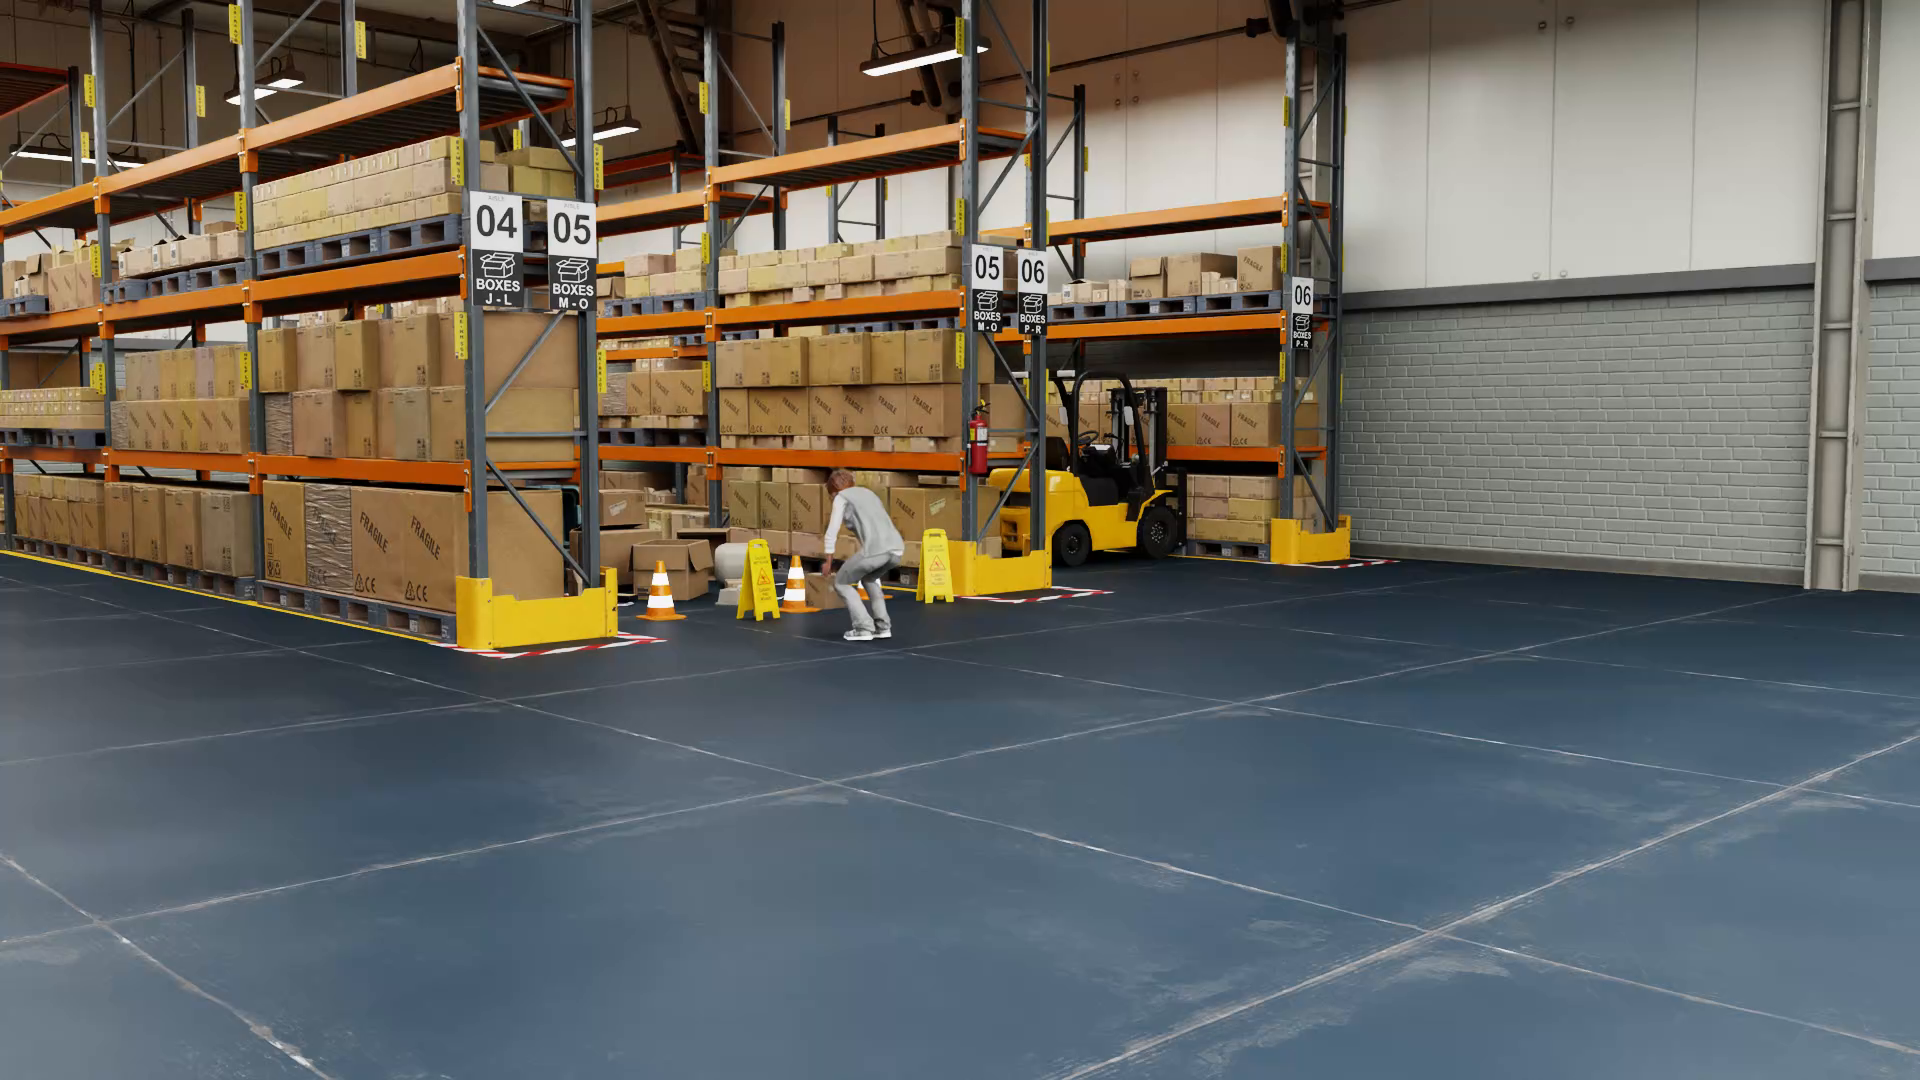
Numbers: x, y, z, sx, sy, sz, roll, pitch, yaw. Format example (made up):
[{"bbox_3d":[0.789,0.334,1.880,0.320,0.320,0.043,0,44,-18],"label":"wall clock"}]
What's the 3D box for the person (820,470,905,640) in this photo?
[{"bbox_3d":[-0.728,0.122,12.203,0.463,1.225,0.685,-4,6,-44],"label":"person"}]
